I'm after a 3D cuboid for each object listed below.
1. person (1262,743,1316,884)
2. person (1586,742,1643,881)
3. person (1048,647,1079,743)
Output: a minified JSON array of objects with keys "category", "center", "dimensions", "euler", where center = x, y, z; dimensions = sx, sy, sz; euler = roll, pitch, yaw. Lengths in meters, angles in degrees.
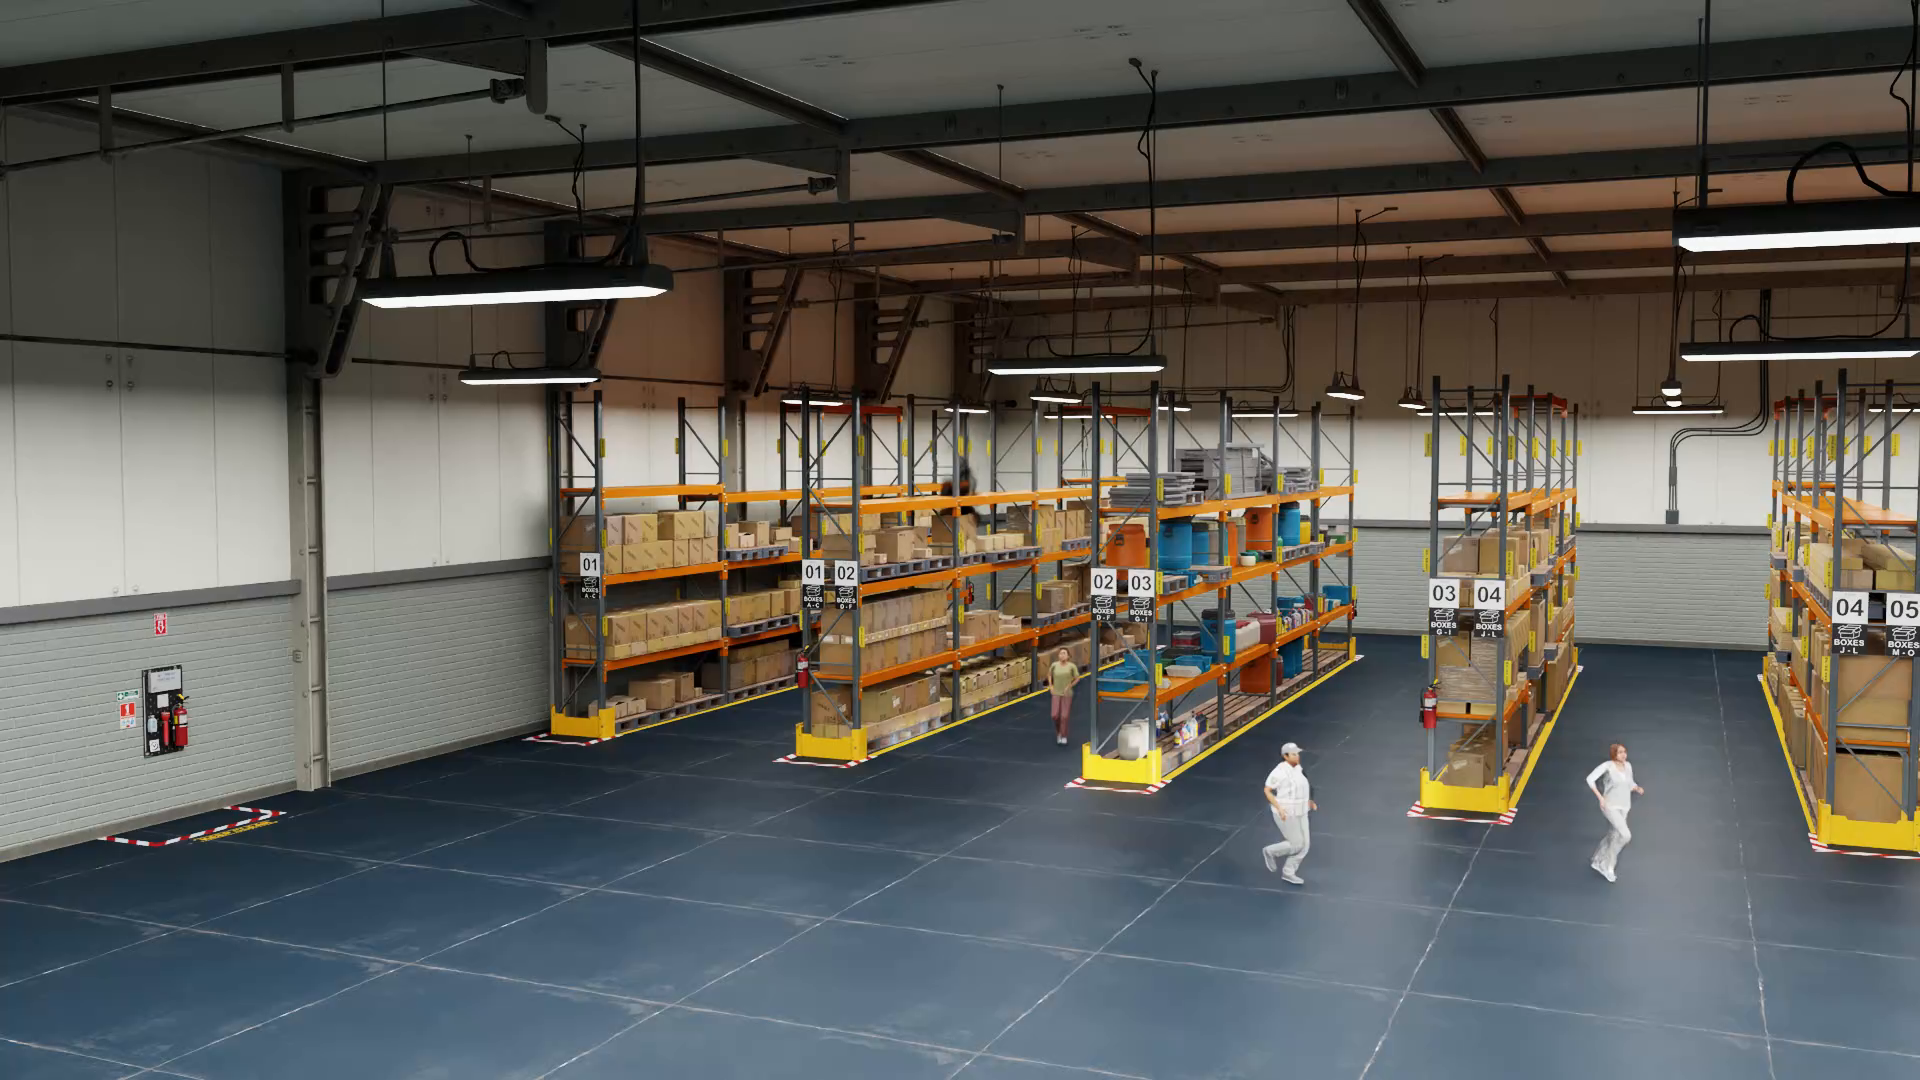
[{"category":"person","center":[3.804,3.138,19.144],"dimensions":[0.621,1.617,0.554],"euler":[-3,4,-43]},{"category":"person","center":[7.626,3.148,19.304],"dimensions":[0.508,1.606,0.667],"euler":[-1,3,-24]},{"category":"person","center":[1.724,2.628,28.076],"dimensions":[0.561,1.643,0.494],"euler":[1,3,13]}]
